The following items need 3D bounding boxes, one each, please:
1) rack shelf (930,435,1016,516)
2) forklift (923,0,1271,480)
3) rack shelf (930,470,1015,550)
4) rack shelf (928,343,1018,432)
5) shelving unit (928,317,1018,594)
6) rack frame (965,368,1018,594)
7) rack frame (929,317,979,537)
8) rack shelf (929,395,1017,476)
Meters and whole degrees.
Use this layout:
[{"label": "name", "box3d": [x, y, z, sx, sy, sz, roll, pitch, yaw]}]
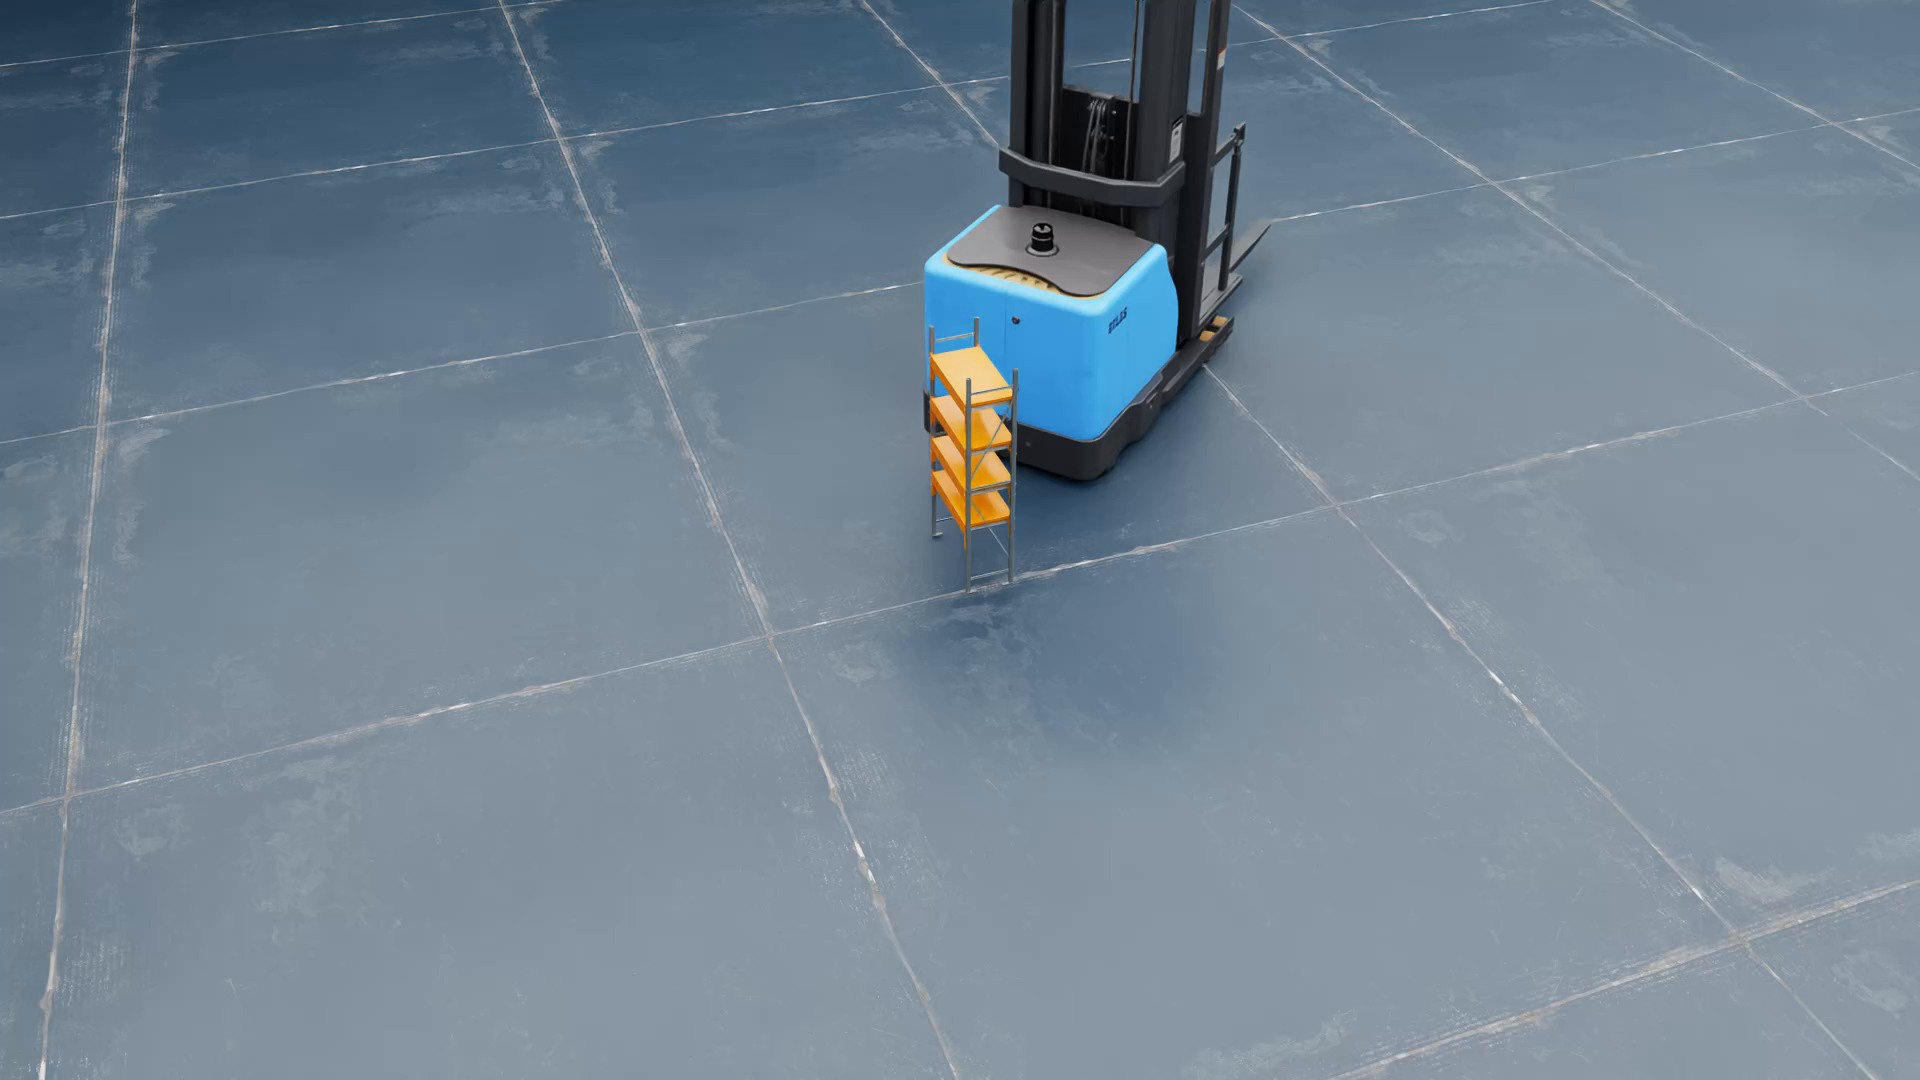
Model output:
[{"label": "rack shelf", "box3d": [0.057, -0.332, 7.866, 0.258, 0.148, 0.480, -12, 39, -16]}, {"label": "forklift", "box3d": [0.964, -2.348, 8.992, 1.130, 2.935, 3.031, 19, 41, 23]}, {"label": "rack shelf", "box3d": [0.057, -0.173, 7.985, 0.258, 0.148, 0.480, -12, 39, -16]}, {"label": "rack shelf", "box3d": [0.057, -0.700, 7.589, 0.258, 0.148, 0.480, -12, 39, -16]}, {"label": "shelving unit", "box3d": [0.057, -0.386, 7.825, 0.258, 1.200, 0.503, -12, 39, -16]}, {"label": "rack frame", "box3d": [0.141, -0.248, 7.642, 0.240, 1.200, 0.015, -12, 39, -16]}, {"label": "rack frame", "box3d": [-0.027, -0.524, 8.008, 0.240, 1.200, 0.015, -12, 39, -16]}, {"label": "rack shelf", "box3d": [0.057, -0.511, 7.731, 0.258, 0.148, 0.480, -12, 39, -16]}]
